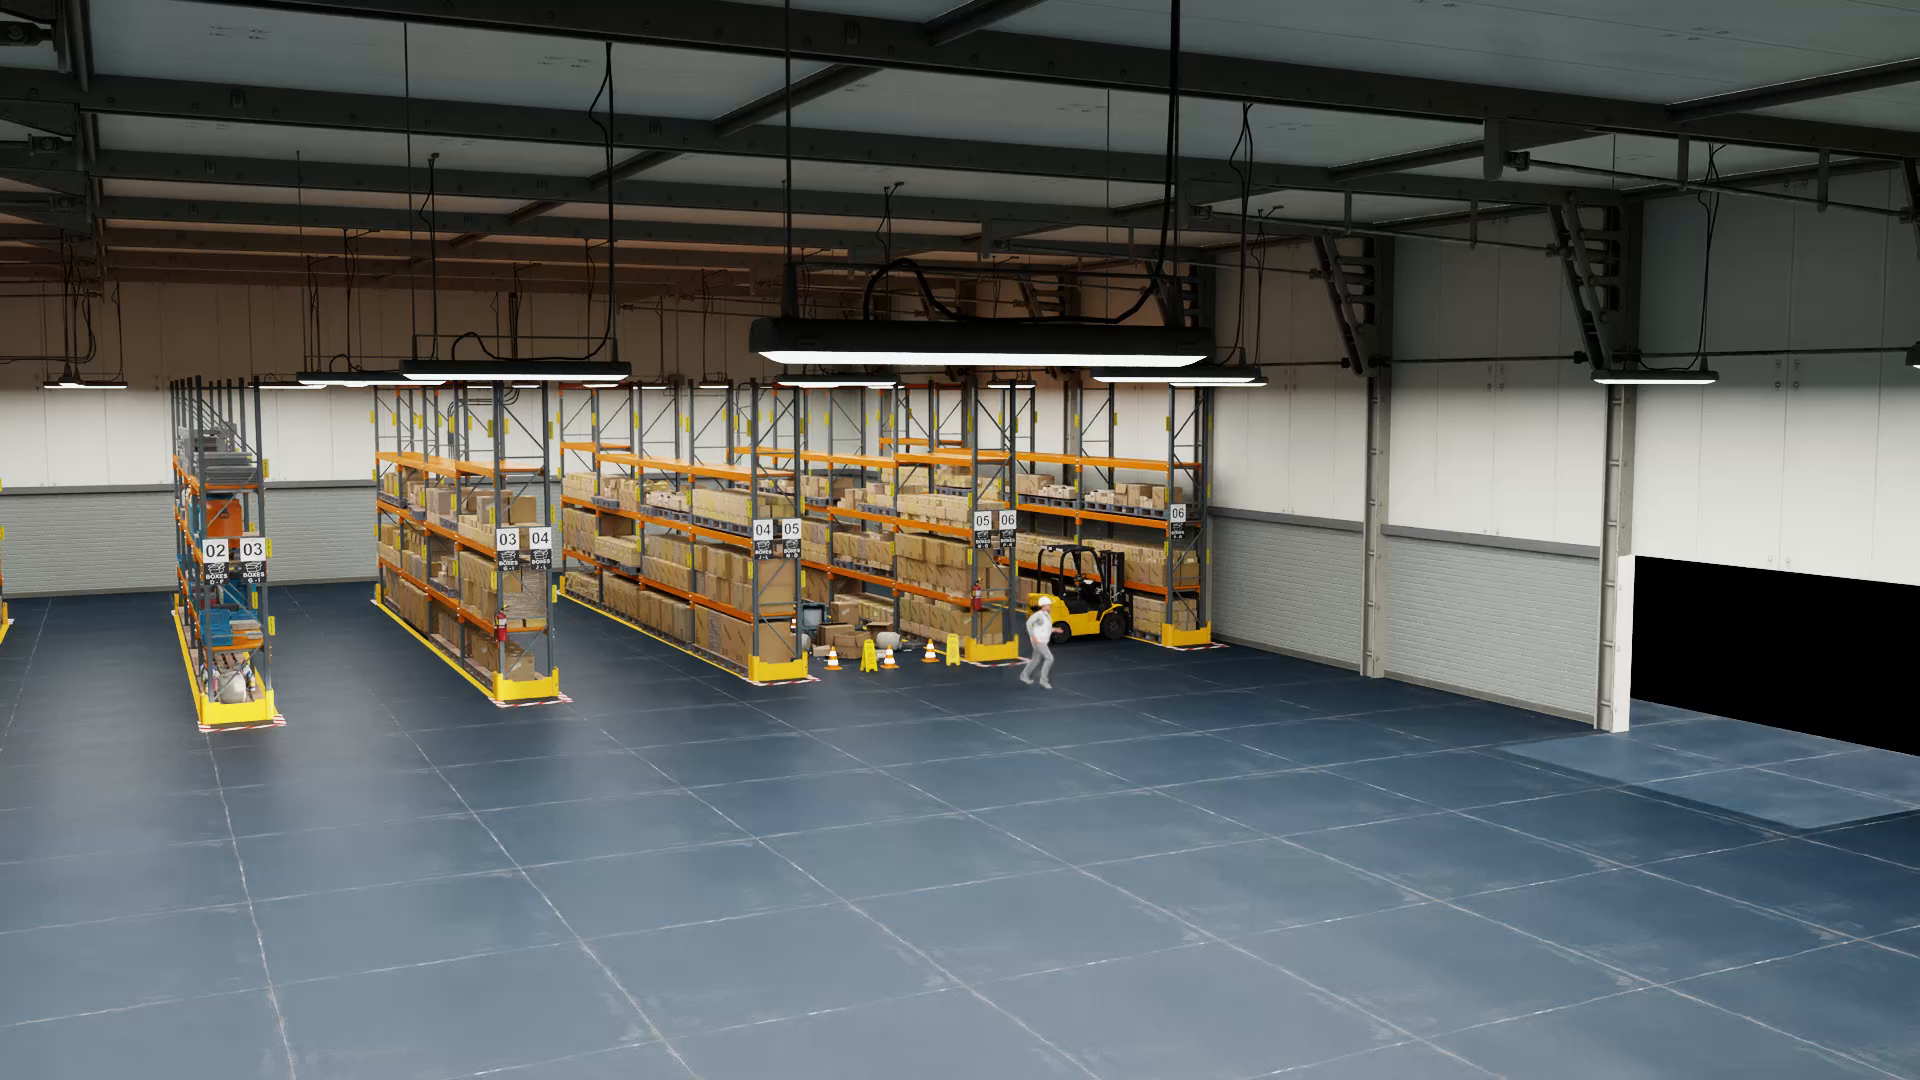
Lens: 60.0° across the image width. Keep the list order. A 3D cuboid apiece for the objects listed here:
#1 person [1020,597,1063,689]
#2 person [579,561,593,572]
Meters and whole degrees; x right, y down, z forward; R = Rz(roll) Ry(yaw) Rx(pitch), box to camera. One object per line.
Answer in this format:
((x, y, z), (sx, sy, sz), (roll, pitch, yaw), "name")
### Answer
((1.564, 2.001, 32.243), (0.874, 1.822, 0.595), (2, 5, 17), "person")
((-10.810, 0.544, 48.533), (0.927, 1.770, 0.695), (-1, 5, -15), "person")
